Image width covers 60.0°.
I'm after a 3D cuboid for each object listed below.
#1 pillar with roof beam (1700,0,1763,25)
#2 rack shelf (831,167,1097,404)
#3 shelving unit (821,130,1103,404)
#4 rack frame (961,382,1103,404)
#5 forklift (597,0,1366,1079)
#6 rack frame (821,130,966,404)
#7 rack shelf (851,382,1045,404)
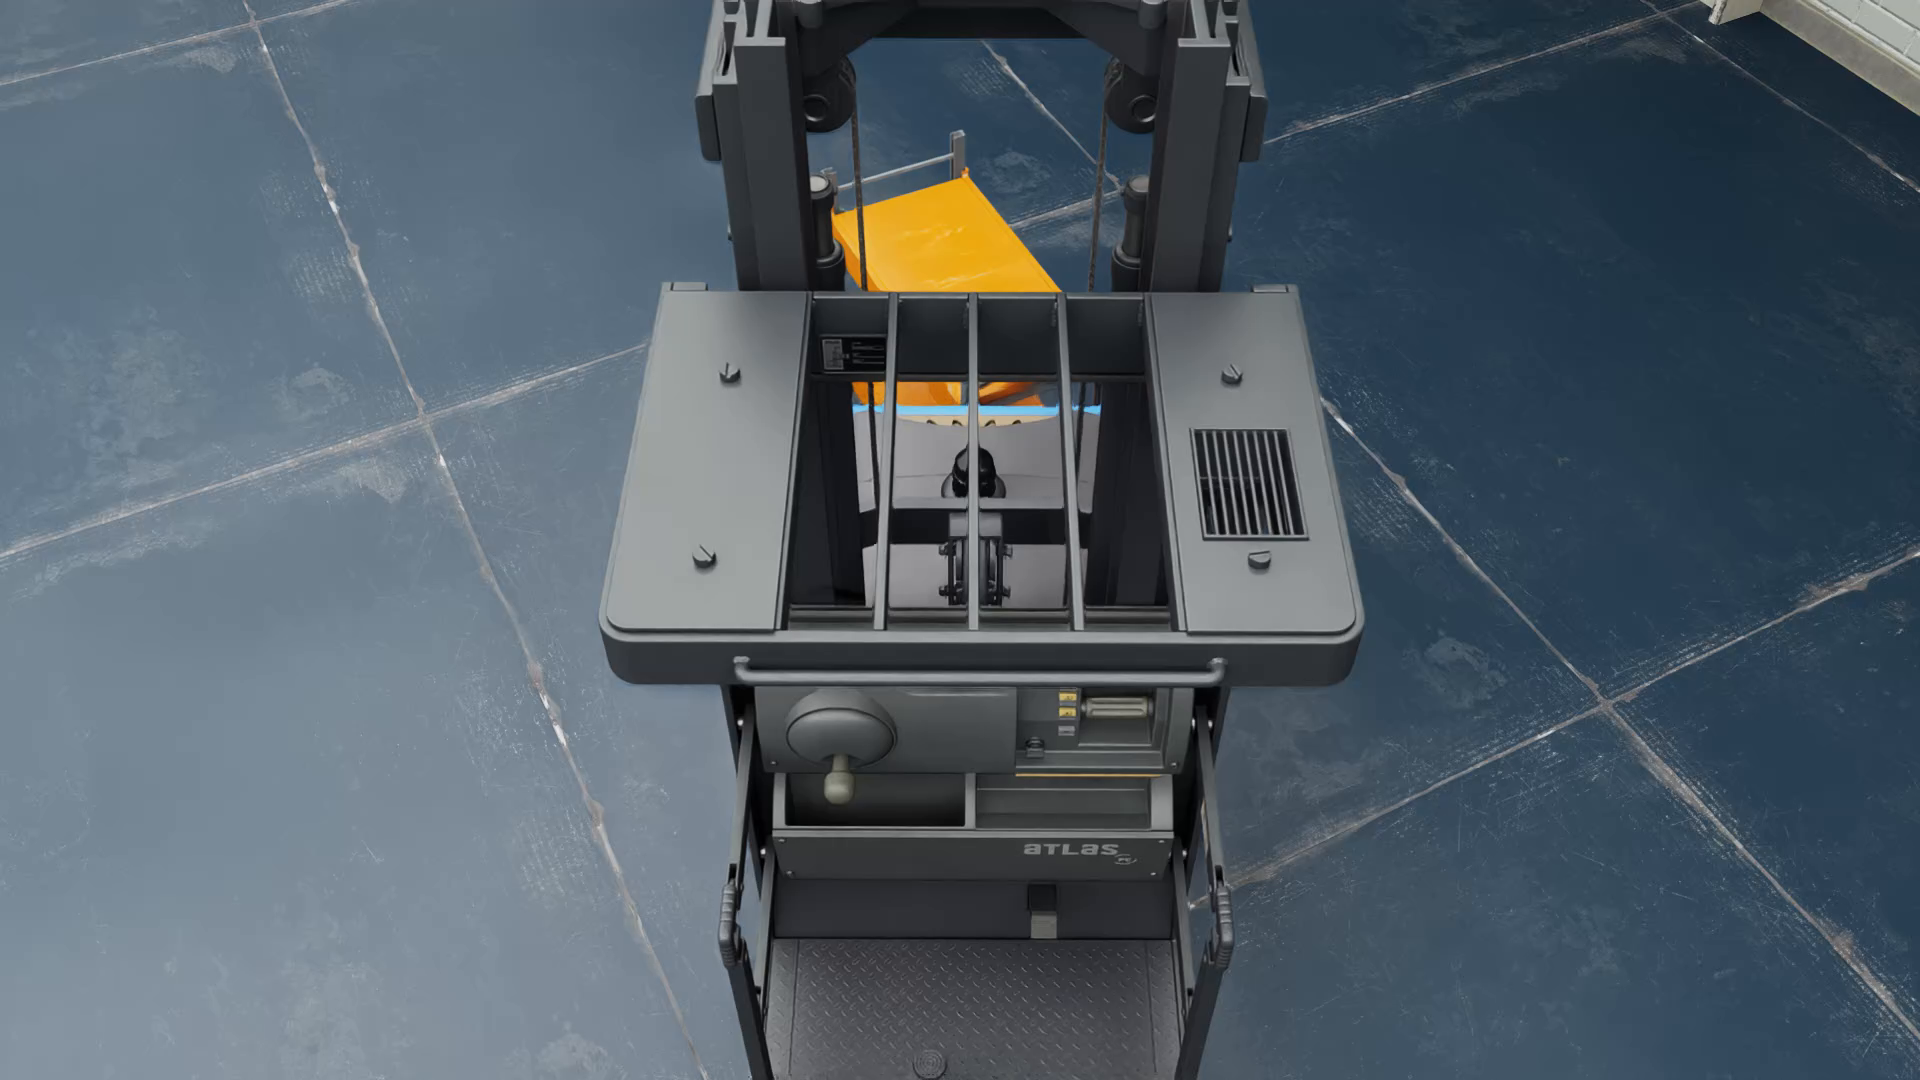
[{"bbox_3d":[-0.196,-4.107,3.364,9.100,9.000,0.400,-21,52,-18],"label":"pillar with roof beam"},{"bbox_3d":[0.011,-0.724,5.247,0.538,0.278,1.000,-20,52,-17],"label":"rack shelf"},{"bbox_3d":[0.011,-0.531,5.467,0.538,1.125,1.048,-20,52,-17],"label":"shelving unit"},{"bbox_3d":[0.234,-0.187,5.167,0.500,1.125,0.032,-20,52,-17],"label":"rack frame"},{"bbox_3d":[0.032,0.469,3.392,1.130,2.935,3.031,0,49,0],"label":"forklift"},{"bbox_3d":[-0.212,-0.875,5.768,0.500,1.125,0.032,-20,52,-17],"label":"rack frame"},{"bbox_3d":[0.011,-0.370,5.651,0.538,0.278,1.000,-20,52,-17],"label":"rack shelf"}]
